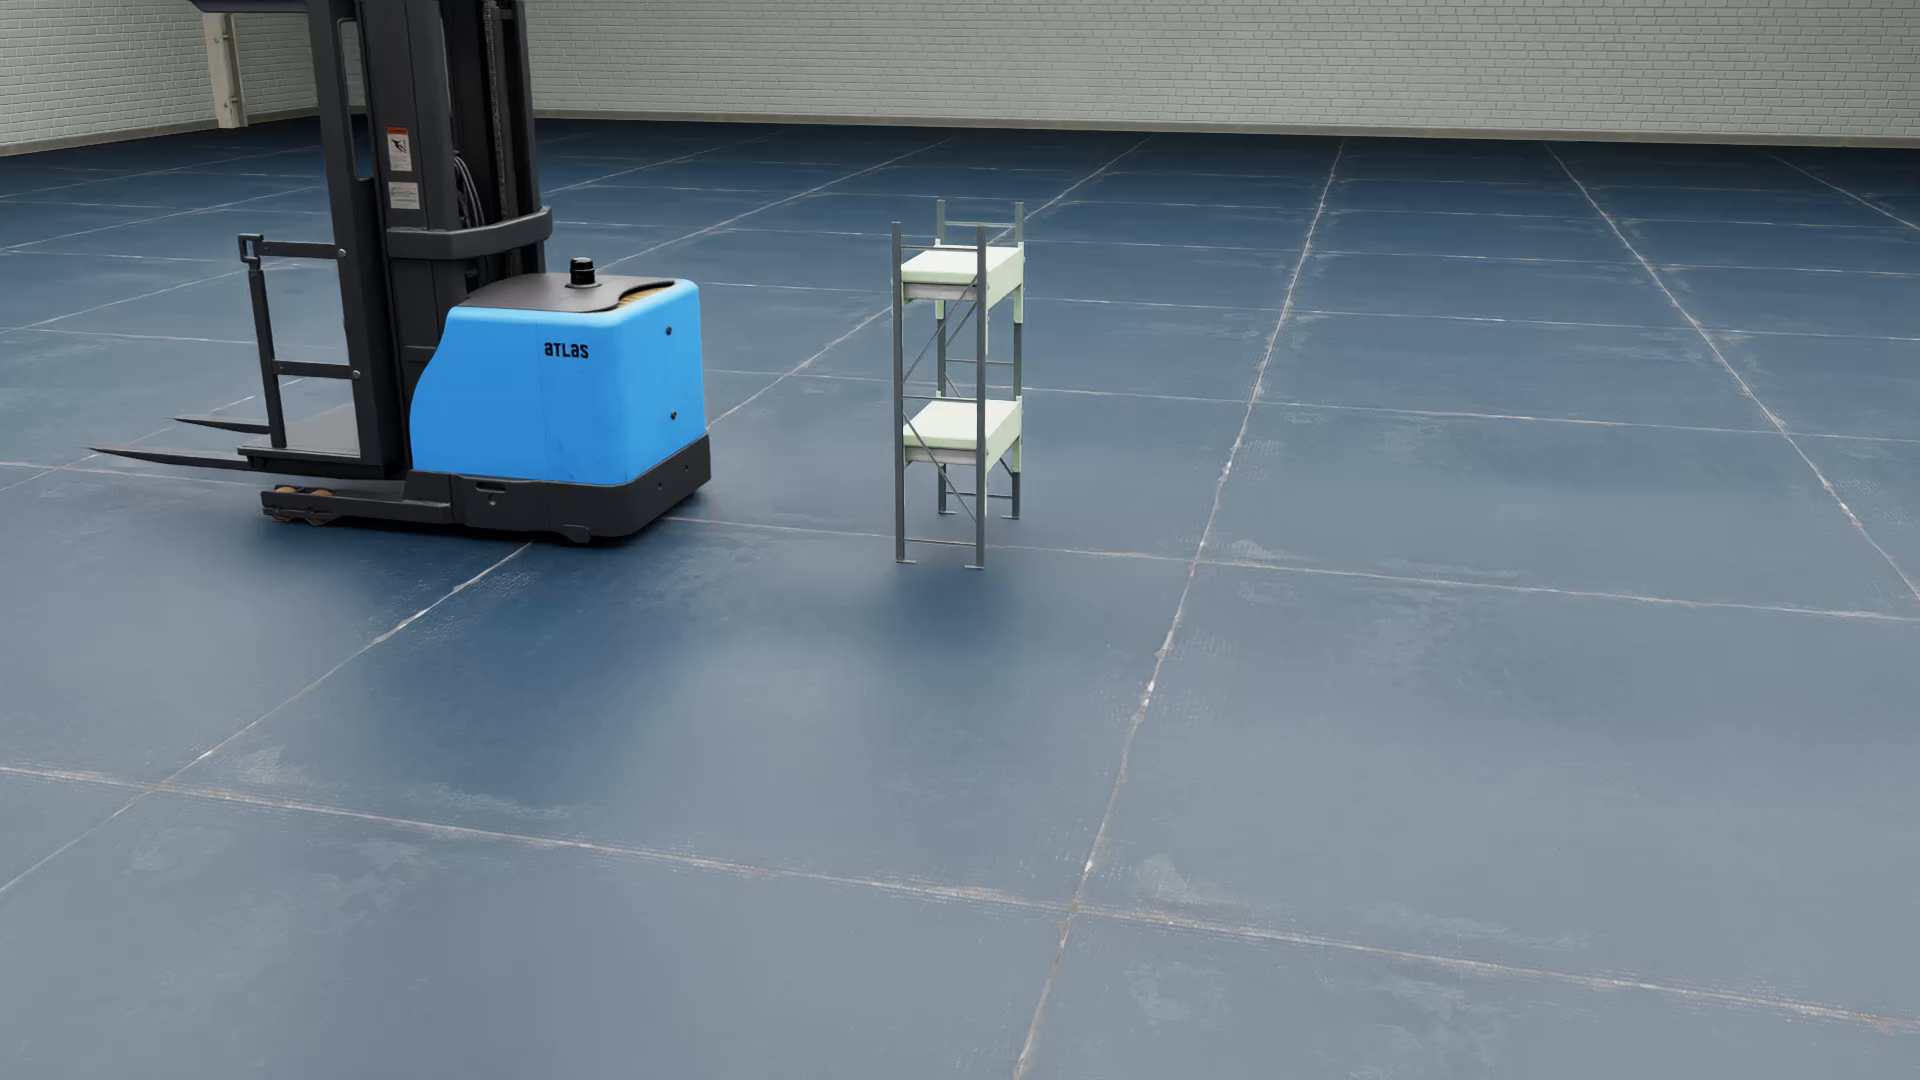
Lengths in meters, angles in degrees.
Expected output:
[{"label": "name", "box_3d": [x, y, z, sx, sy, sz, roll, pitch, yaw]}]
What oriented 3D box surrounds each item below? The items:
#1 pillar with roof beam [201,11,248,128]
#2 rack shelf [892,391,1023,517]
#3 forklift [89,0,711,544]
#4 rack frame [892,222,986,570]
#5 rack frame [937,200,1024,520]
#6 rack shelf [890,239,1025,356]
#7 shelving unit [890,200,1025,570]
[{"label": "pillar with roof beam", "box_3d": [-8.138, -10.911, 25.709, 9.100, 9.000, 0.400, 5, 19, 13]}, {"label": "rack shelf", "box_3d": [0.002, -0.403, 7.557, 0.431, 0.370, 0.720, 5, 19, 13]}, {"label": "forklift", "box_3d": [-2.827, -1.615, 7.881, 3.031, 2.935, 1.130, 5, 19, 14]}, {"label": "rack frame", "box_3d": [-0.088, -0.597, 7.115, 0.400, 1.500, 0.023, 5, 19, 13]}, {"label": "rack frame", "box_3d": [0.091, -0.827, 7.787, 0.400, 1.500, 0.023, 5, 19, 13]}, {"label": "rack shelf", "box_3d": [0.002, -1.081, 7.325, 0.431, 0.370, 0.720, 5, 19, 13]}, {"label": "shelving unit", "box_3d": [0.002, -0.712, 7.451, 0.431, 1.500, 0.755, 5, 19, 13]}]
